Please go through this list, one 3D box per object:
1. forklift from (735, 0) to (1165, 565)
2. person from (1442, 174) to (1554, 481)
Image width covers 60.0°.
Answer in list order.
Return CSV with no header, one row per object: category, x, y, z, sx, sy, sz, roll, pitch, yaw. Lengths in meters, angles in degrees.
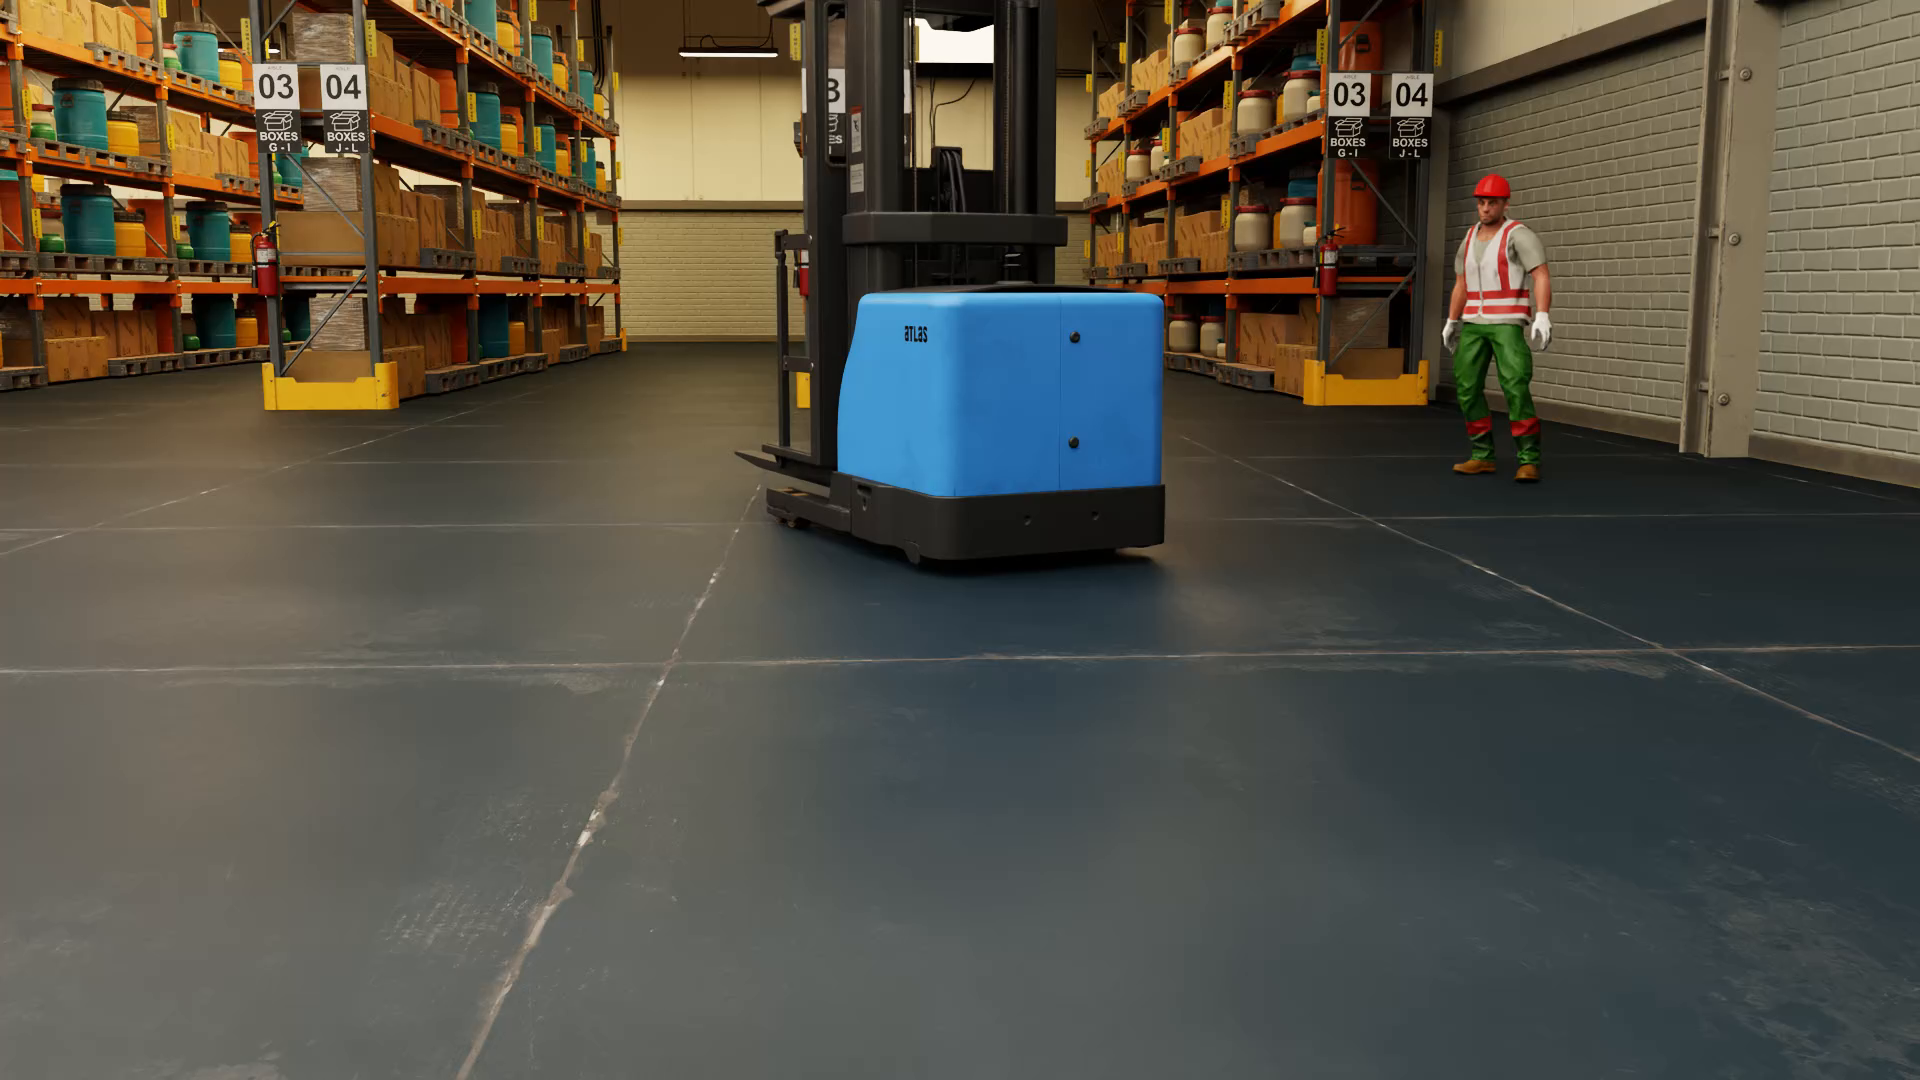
forklift,-0.264,-1.530,7.637,1.130,2.935,3.031,-4,9,-25
person,3.133,-1.253,9.781,0.420,1.755,0.818,-6,10,-36
